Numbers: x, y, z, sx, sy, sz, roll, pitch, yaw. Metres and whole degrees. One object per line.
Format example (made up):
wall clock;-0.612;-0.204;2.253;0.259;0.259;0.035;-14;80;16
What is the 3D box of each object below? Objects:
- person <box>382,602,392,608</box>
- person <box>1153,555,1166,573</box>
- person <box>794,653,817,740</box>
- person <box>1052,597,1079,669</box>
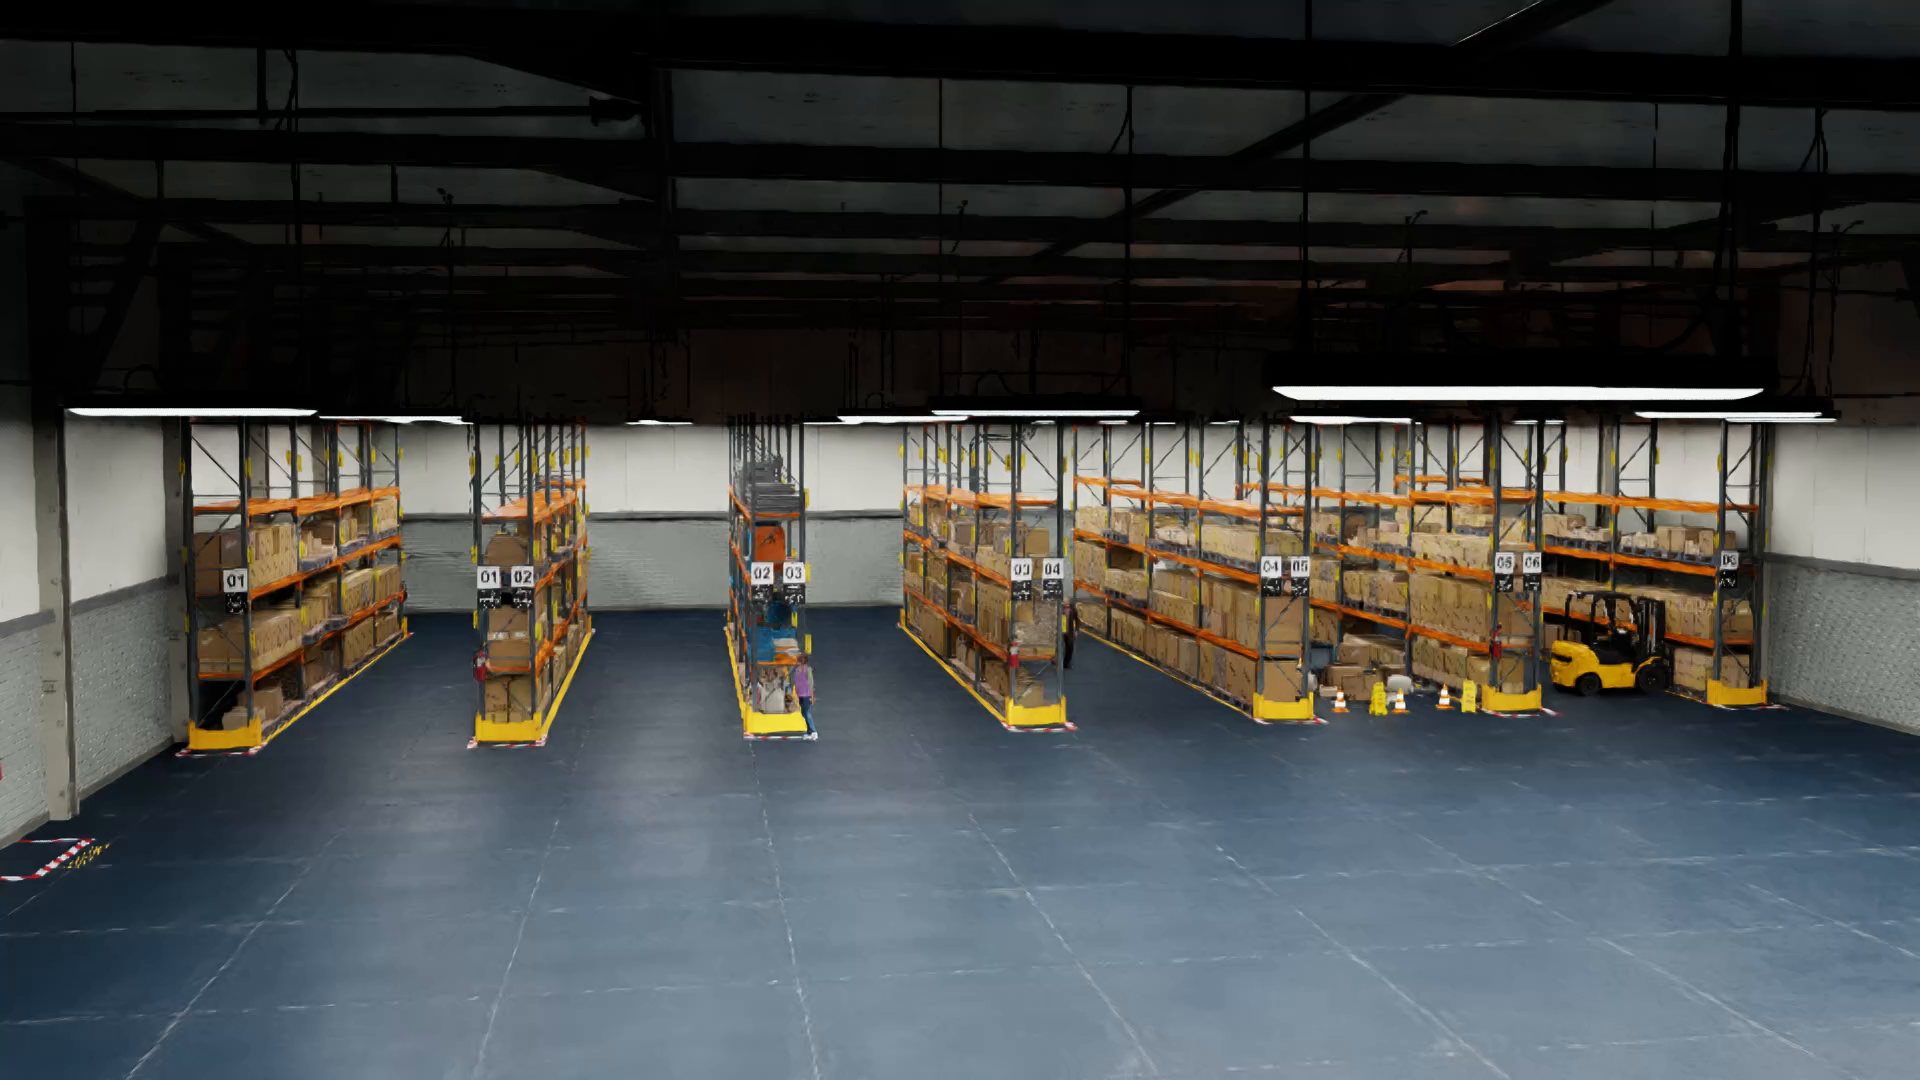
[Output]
person;-16.105;1.711;46.558;0.553;1.671;0.680;2;4;23
person;6.290;1.269;52.726;0.610;1.753;0.583;2;4;27
person;-2.807;2.851;30.370;0.355;1.592;0.516;-3;5;-39
person;2.458;2.190;39.301;0.729;1.734;0.542;-1;4;-11
